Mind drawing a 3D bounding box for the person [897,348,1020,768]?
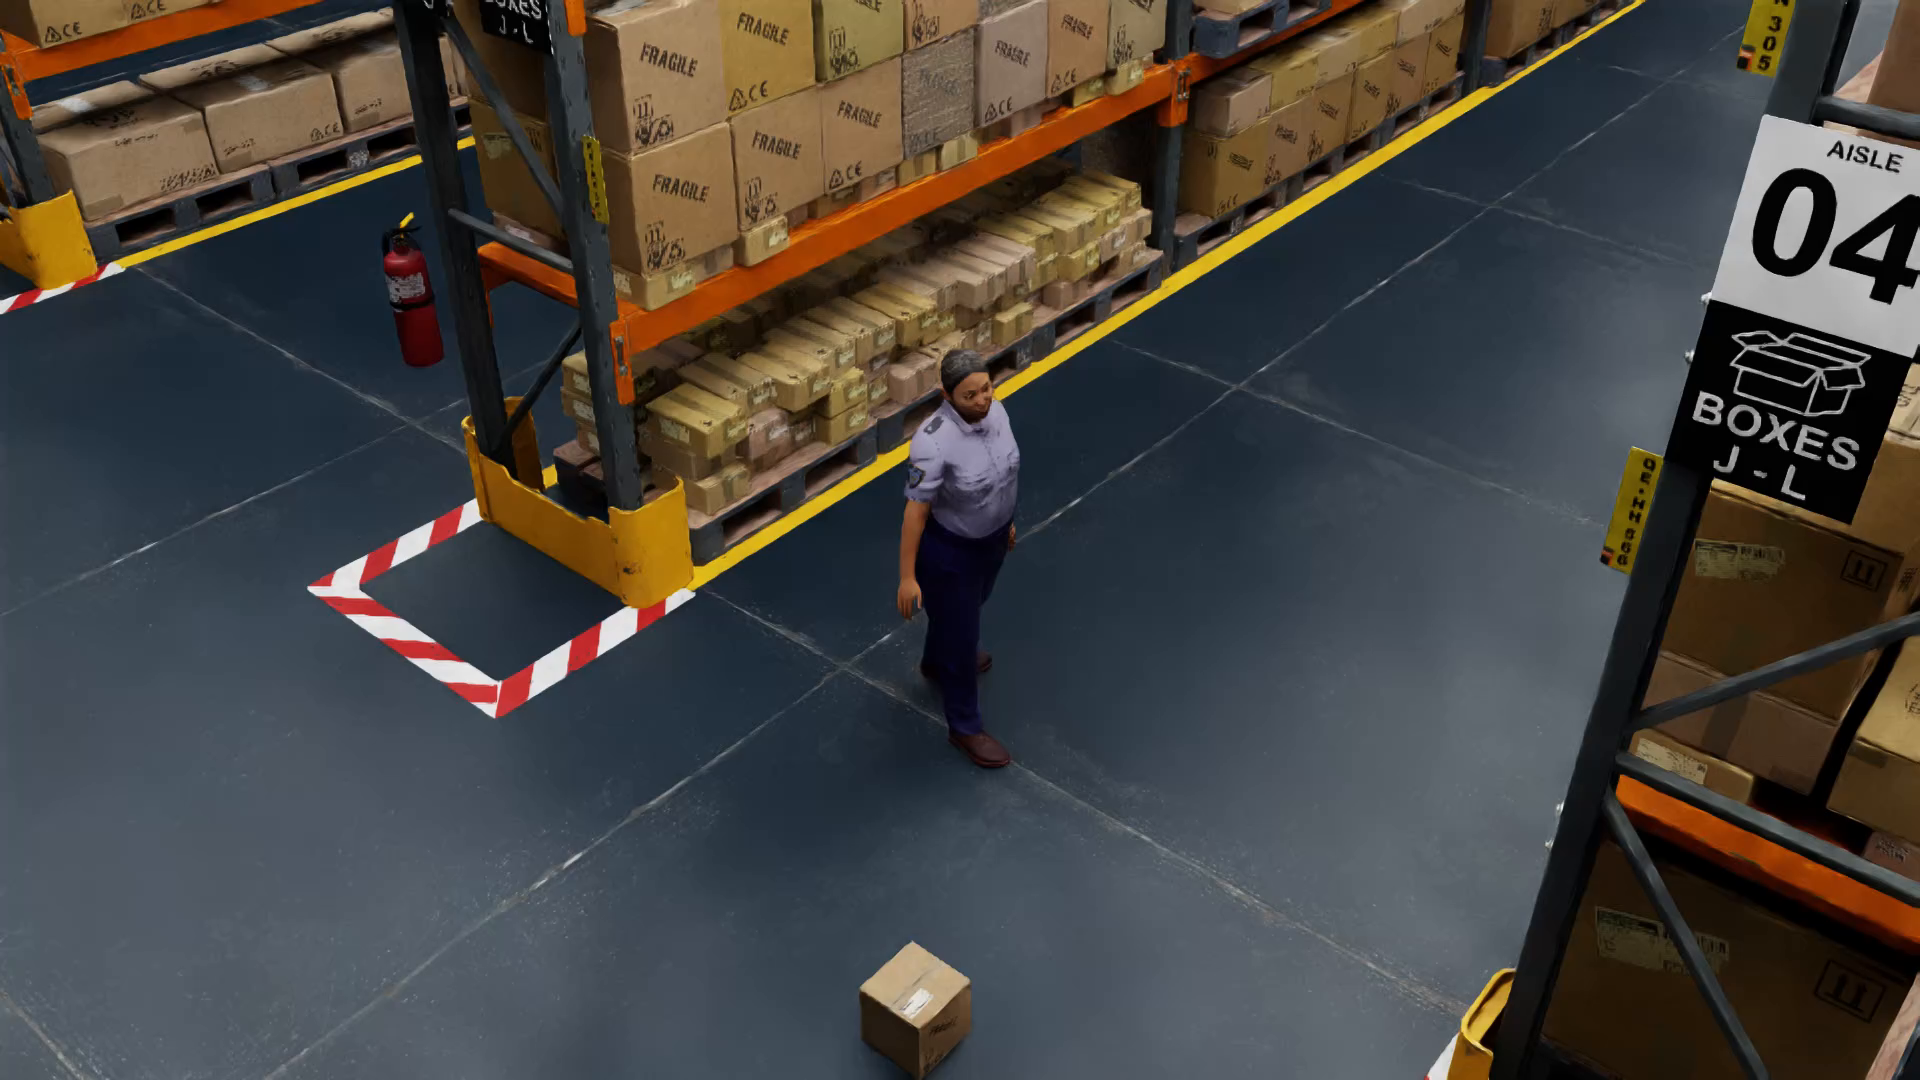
[{"bbox_3d":[0.014,0.036,6.093,0.607,1.634,0.700,22,41,28],"label":"person"}]
